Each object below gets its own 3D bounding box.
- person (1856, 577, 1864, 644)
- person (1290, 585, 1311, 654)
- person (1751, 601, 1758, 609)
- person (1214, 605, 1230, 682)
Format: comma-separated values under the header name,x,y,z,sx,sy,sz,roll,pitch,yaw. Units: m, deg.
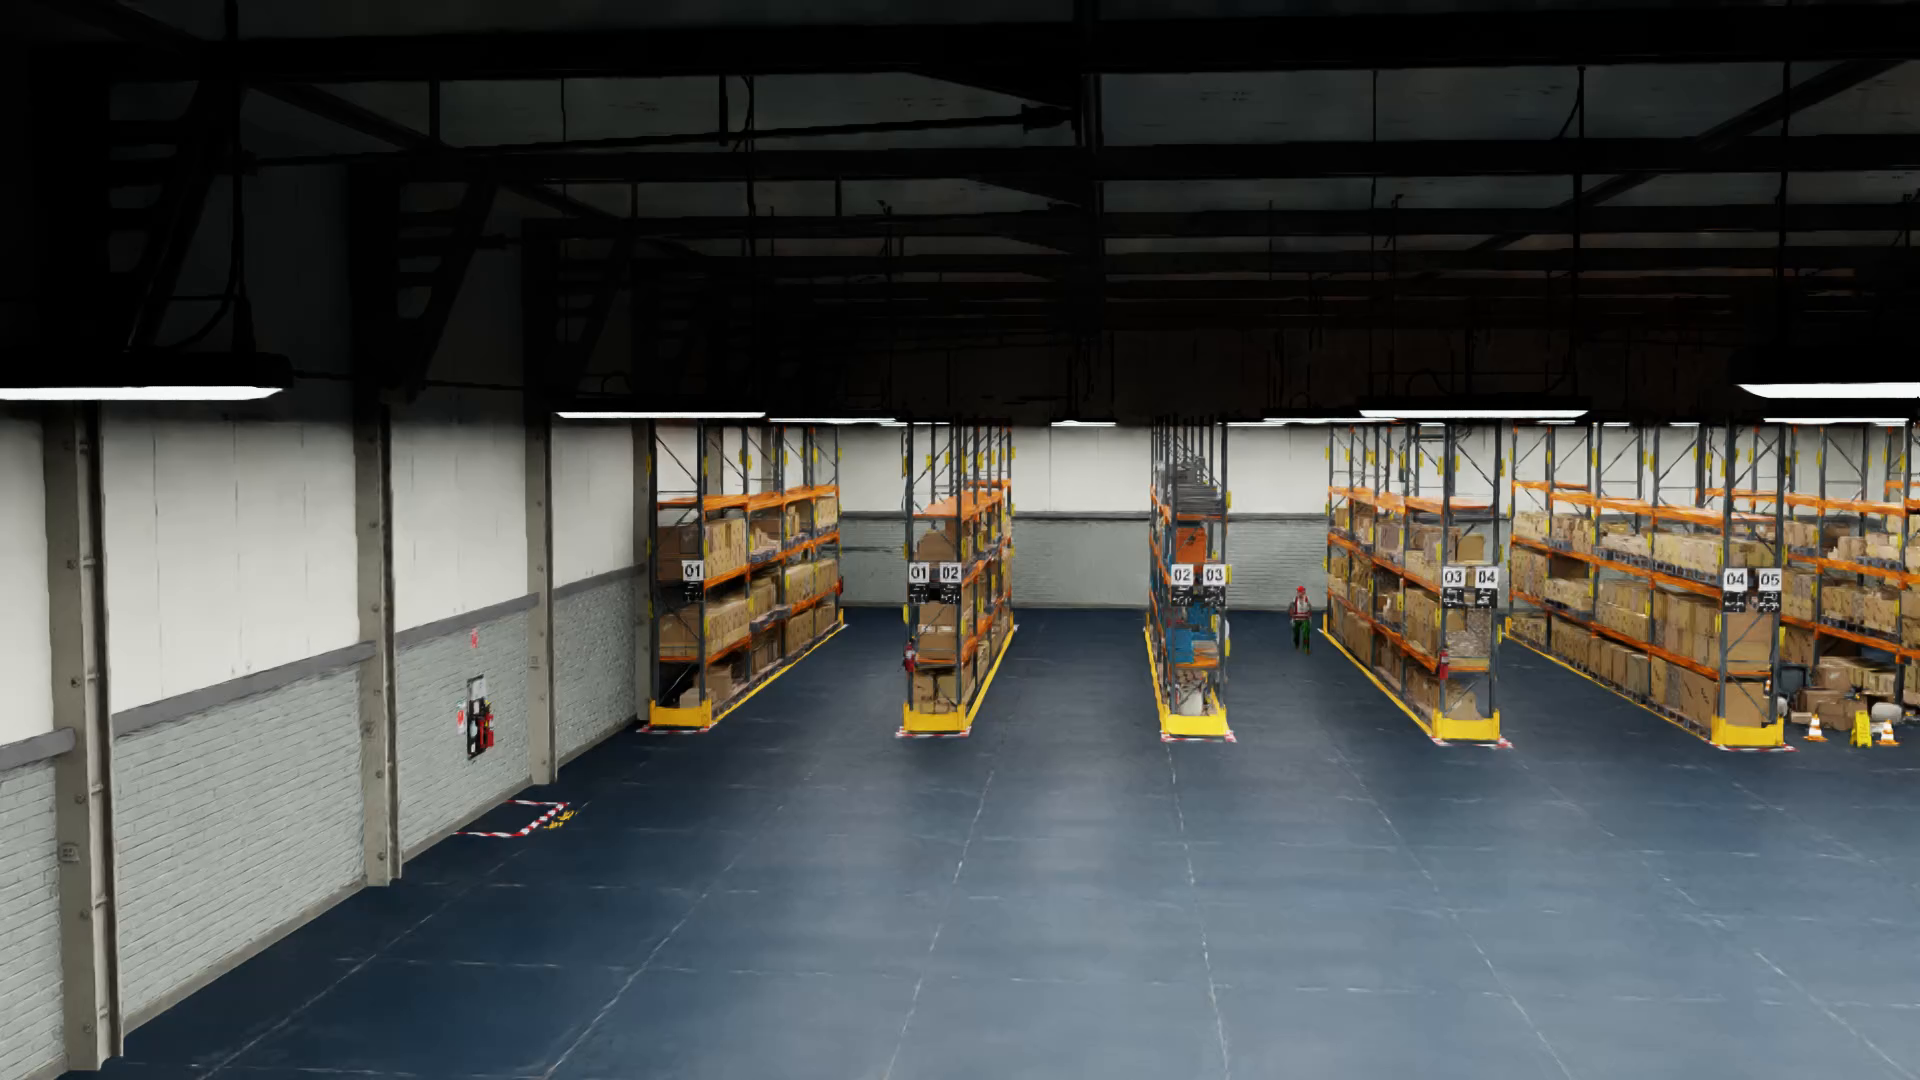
name,x,y,z,sx,sy,sz,roll,pitch,yaw
person,23.774,1.849,44.062,0.583,1.780,0.771,0,4,3
person,8.683,2.004,42.367,0.553,1.708,1.123,0,4,7
person,18.554,2.259,38.900,0.459,1.677,0.523,3,5,35
person,5.898,2.300,37.458,0.389,1.764,0.665,0,4,-6
